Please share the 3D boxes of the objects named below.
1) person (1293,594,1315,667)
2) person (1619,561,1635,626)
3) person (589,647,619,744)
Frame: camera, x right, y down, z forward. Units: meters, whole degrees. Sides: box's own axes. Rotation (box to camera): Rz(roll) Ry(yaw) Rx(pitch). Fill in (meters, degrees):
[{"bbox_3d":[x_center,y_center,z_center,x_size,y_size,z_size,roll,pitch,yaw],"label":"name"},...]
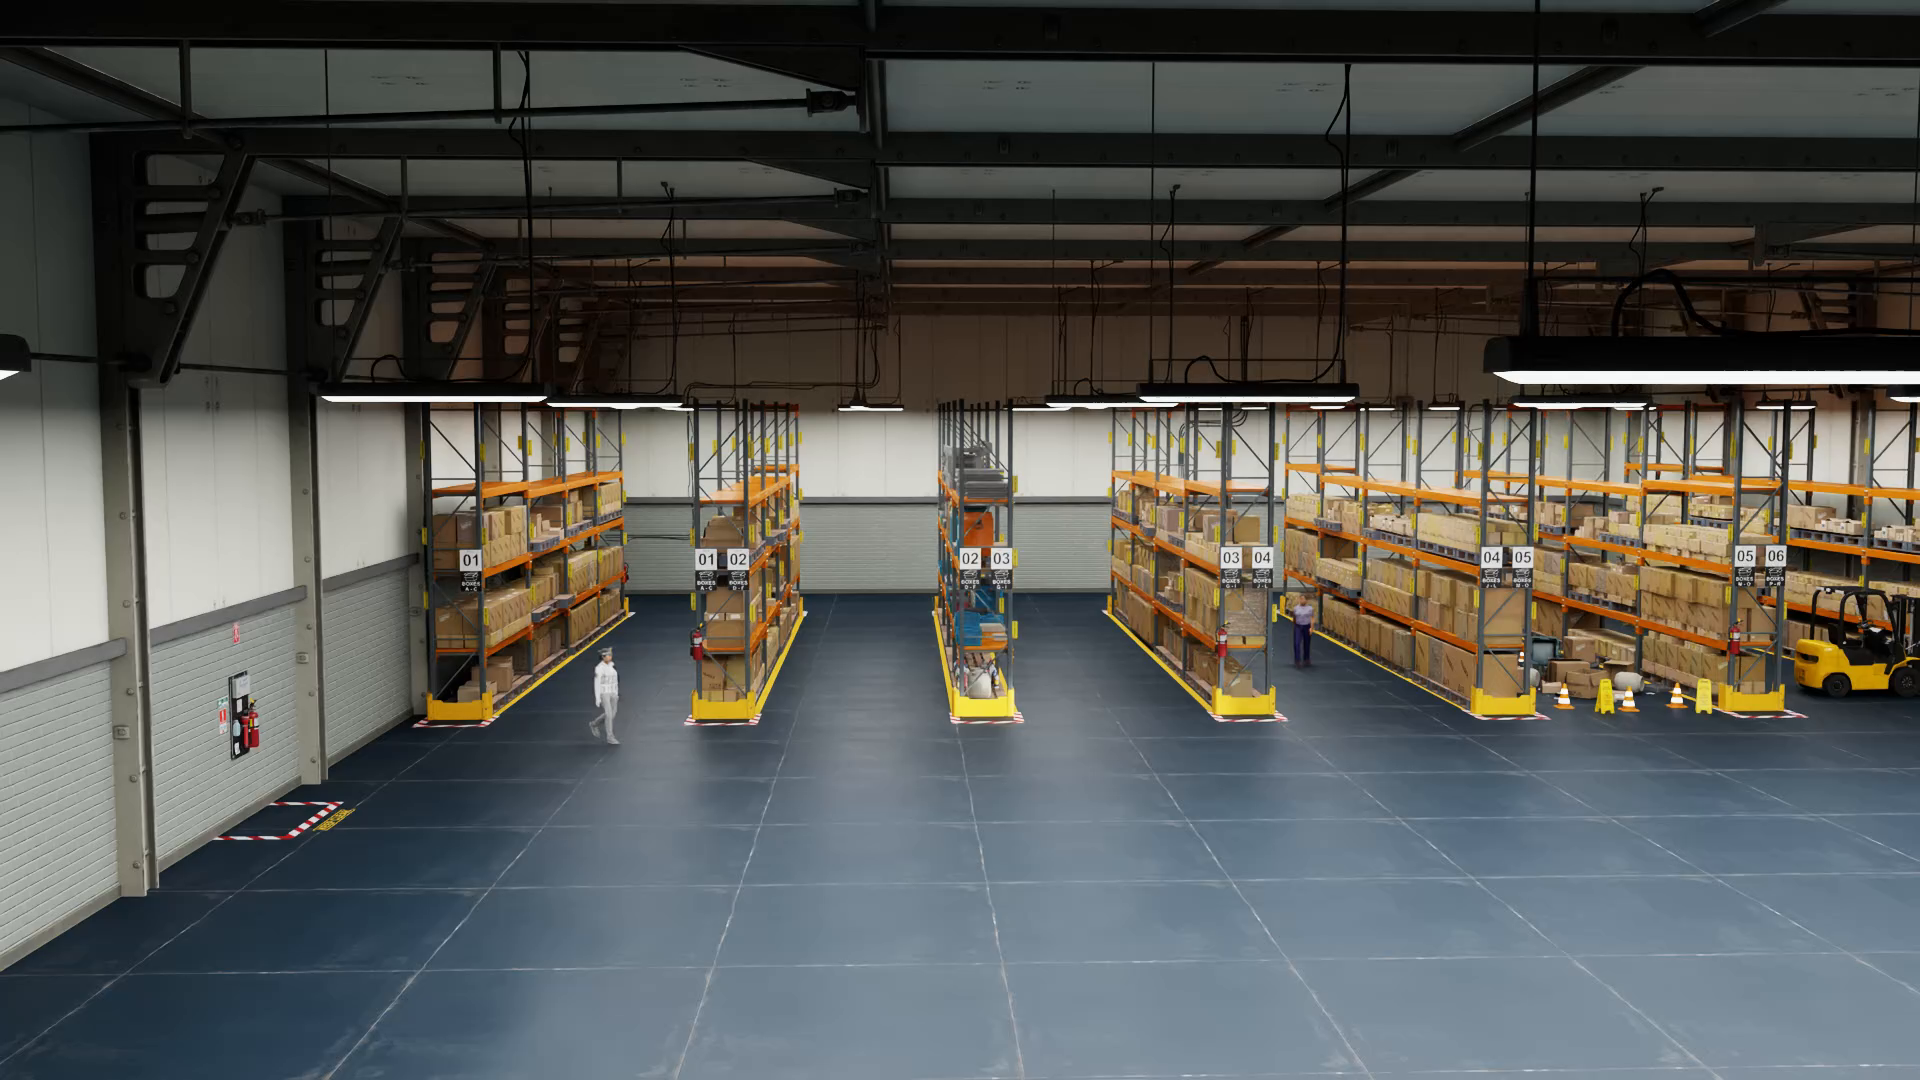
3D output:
[{"bbox_3d":[7.786,2.039,37.700,0.493,1.604,0.903,1,4,14],"label":"person"},{"bbox_3d":[18.148,1.460,44.732,0.539,1.787,0.559,-2,5,-28],"label":"person"},{"bbox_3d":[-6.160,2.683,28.958,0.758,1.654,0.529,2,5,30],"label":"person"}]
